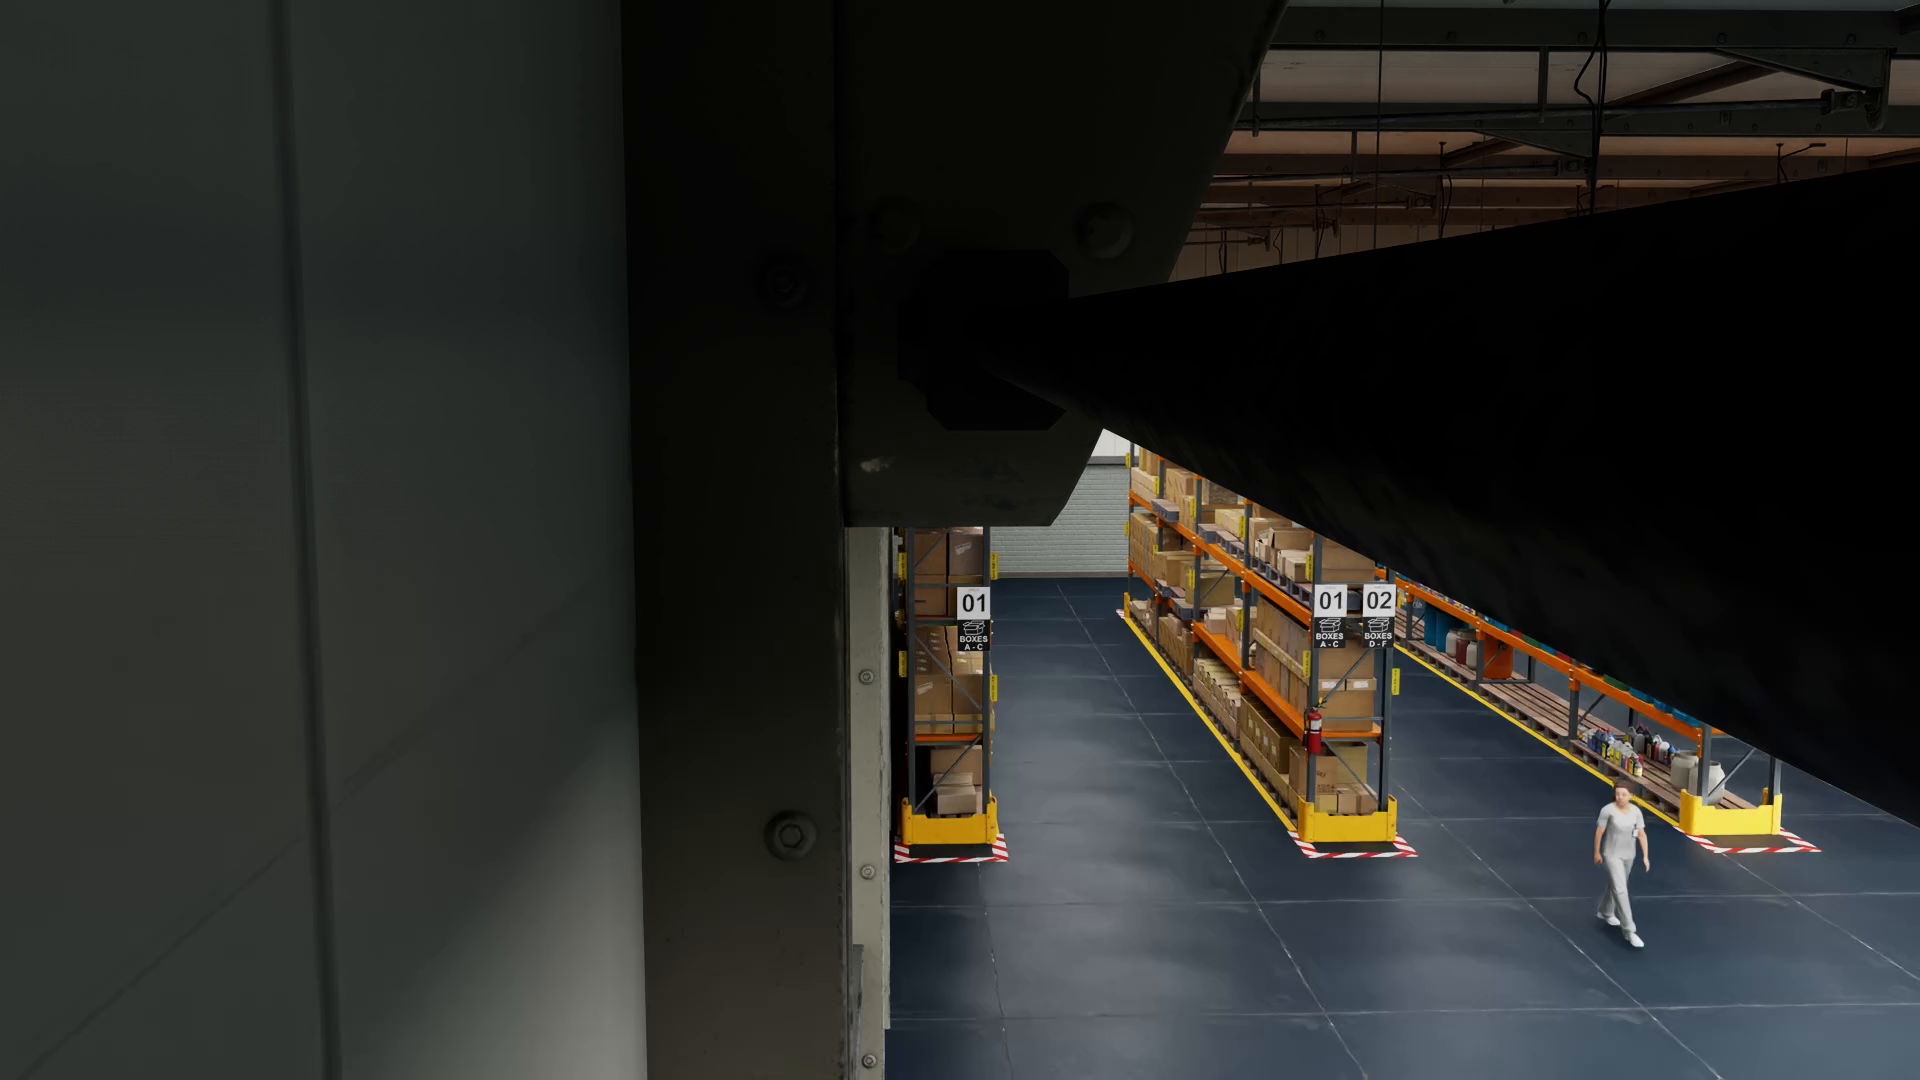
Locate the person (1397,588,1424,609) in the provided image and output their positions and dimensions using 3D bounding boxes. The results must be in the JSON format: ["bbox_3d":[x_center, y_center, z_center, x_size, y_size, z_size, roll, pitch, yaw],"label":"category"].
[{"bbox_3d":[10.306,0.614,37.877,0.561,1.770,1.026,-5,9,-32],"label":"person"}]

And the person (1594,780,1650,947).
[{"bbox_3d":[6.881,3.298,17.243,0.469,1.631,0.948,-1,7,-9],"label":"person"}]
